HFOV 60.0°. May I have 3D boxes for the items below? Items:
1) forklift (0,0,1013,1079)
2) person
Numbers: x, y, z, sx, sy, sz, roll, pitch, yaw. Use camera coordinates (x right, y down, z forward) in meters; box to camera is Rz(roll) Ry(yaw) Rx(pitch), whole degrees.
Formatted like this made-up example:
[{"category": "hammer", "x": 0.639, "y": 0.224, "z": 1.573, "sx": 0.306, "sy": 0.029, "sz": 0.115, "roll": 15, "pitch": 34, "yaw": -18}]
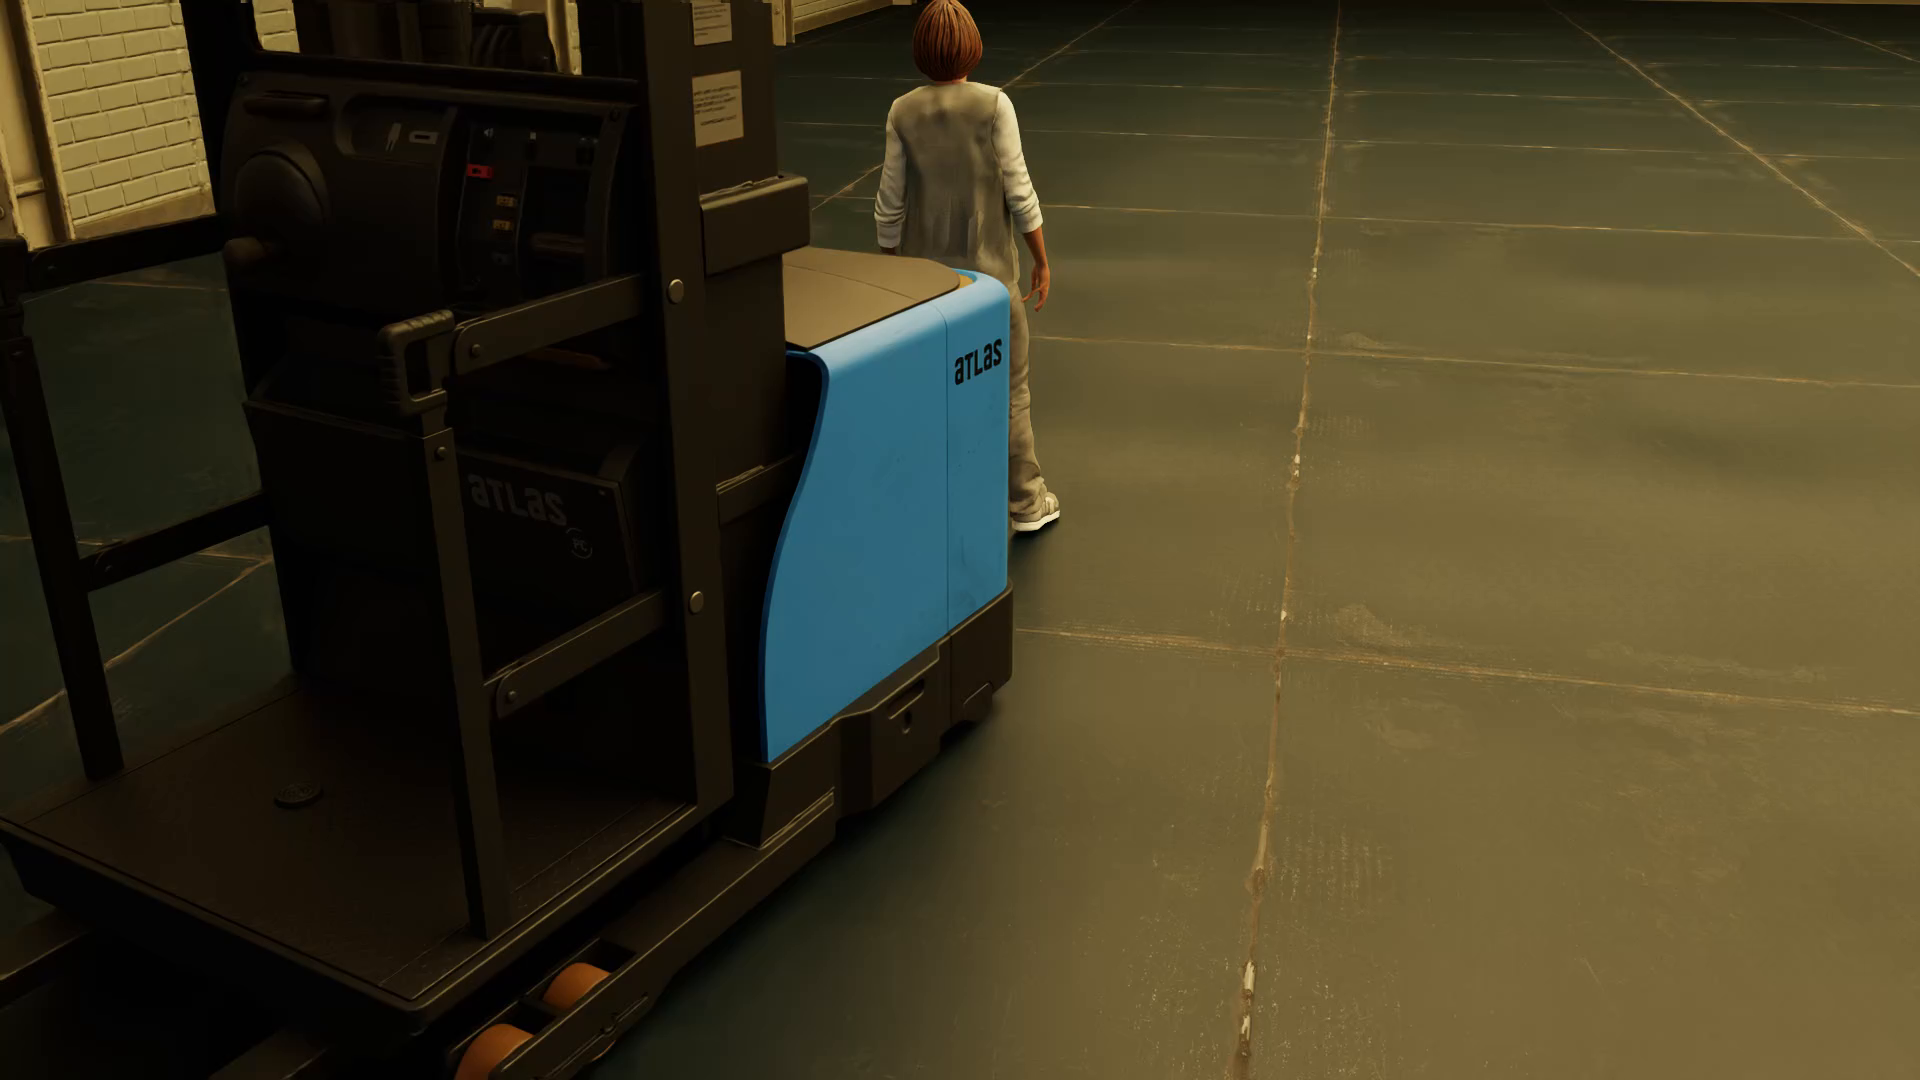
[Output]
[{"category": "forklift", "x": -1.045, "y": -0.579, "z": 2.688, "sx": 1.130, "sy": 2.935, "sz": 3.031, "roll": 12, "pitch": 25, "yaw": 28}, {"category": "person", "x": 0.030, "y": -0.773, "z": 4.908, "sx": 0.519, "sy": 1.598, "sz": 0.474, "roll": 5, "pitch": 23, "yaw": 11}]
